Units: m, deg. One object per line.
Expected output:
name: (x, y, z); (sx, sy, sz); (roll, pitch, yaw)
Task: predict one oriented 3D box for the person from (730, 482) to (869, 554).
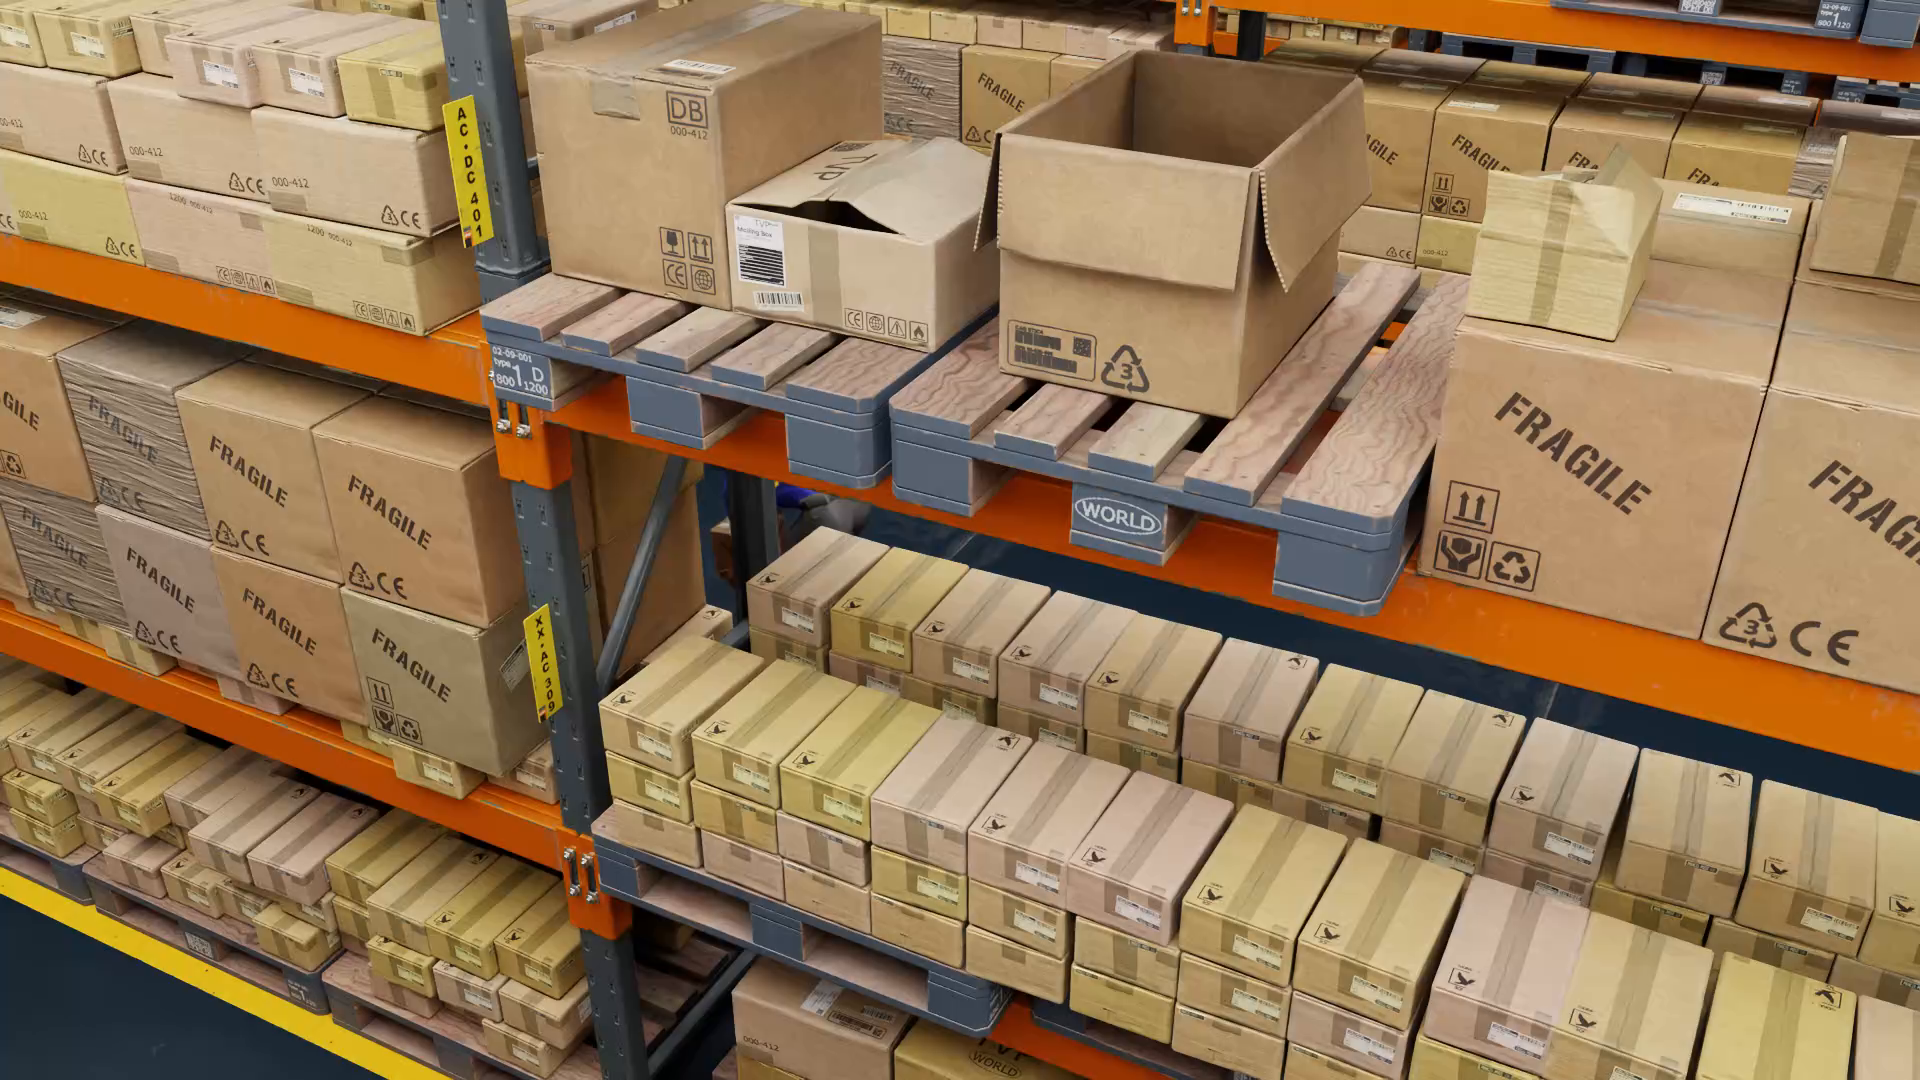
person: (-0.750, -0.094, 7.460); (0.655, 1.502, 0.410); (14, 33, 22)
